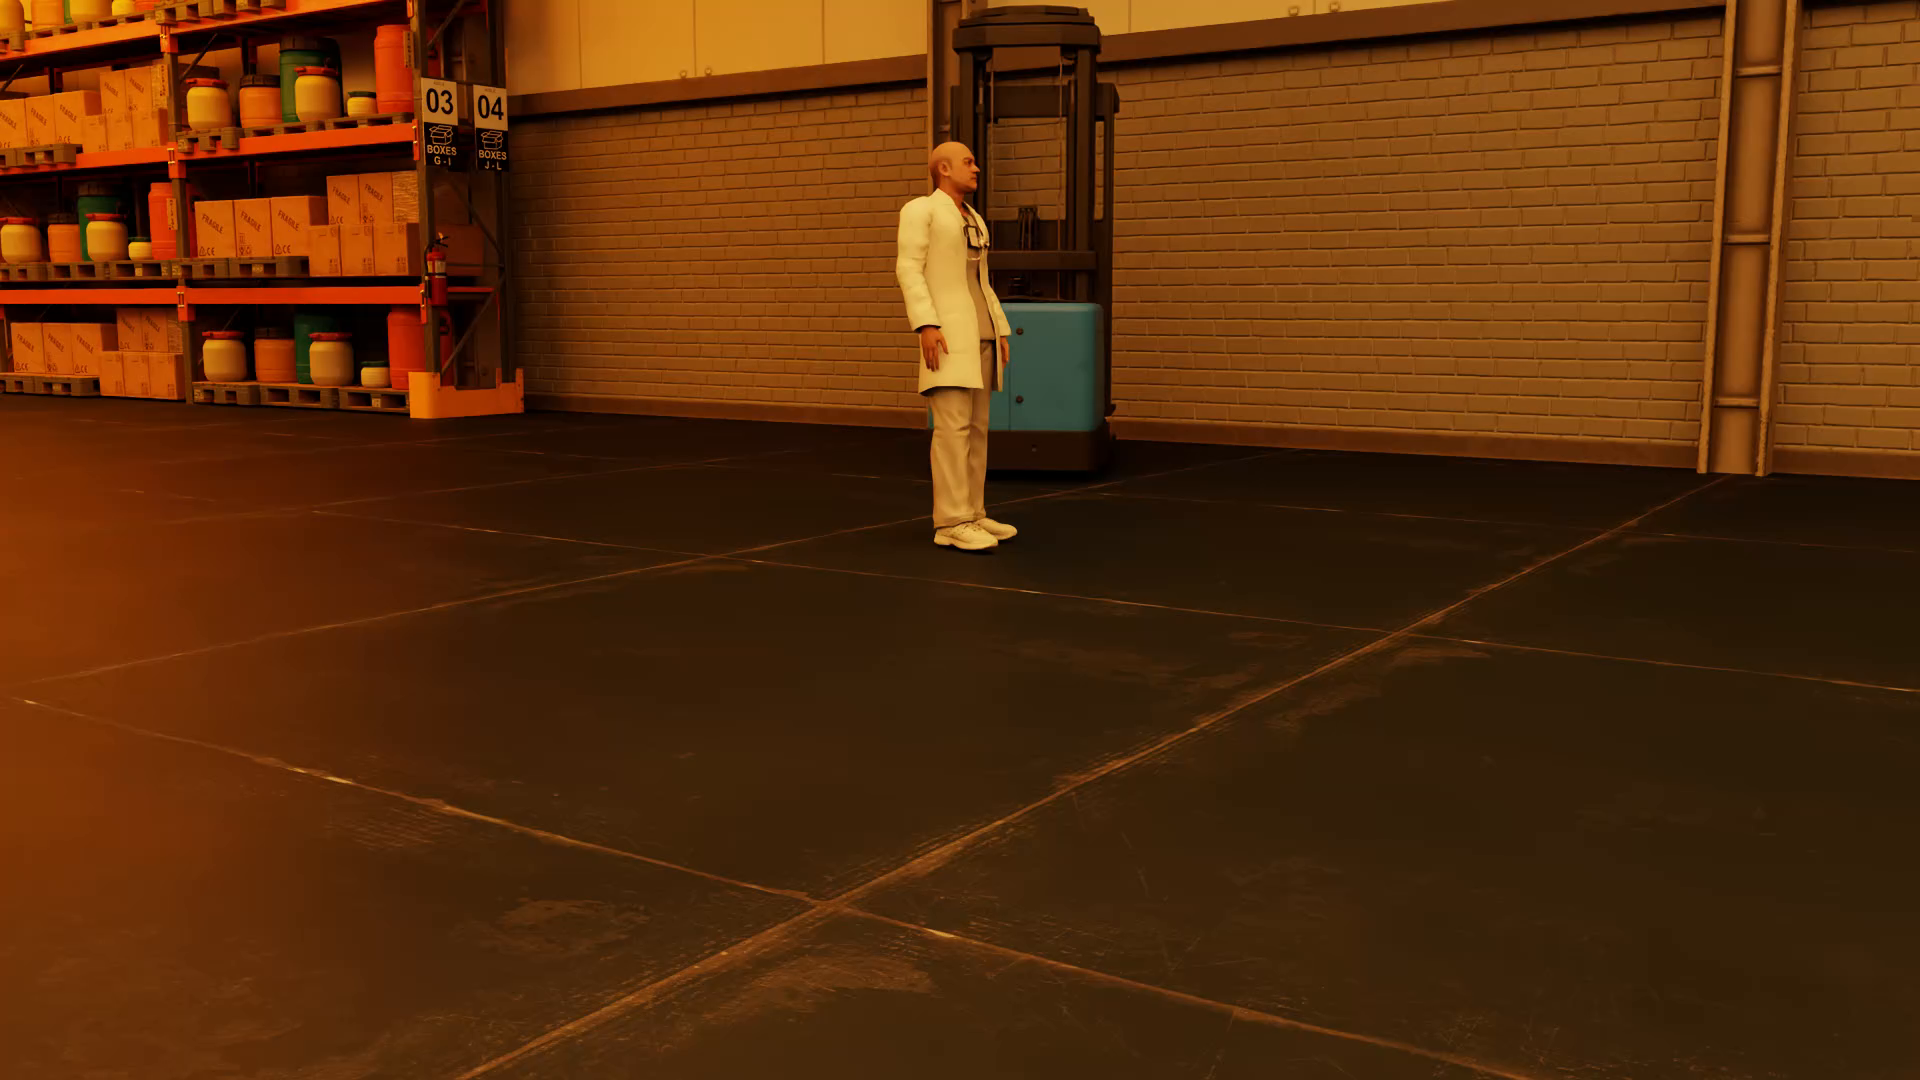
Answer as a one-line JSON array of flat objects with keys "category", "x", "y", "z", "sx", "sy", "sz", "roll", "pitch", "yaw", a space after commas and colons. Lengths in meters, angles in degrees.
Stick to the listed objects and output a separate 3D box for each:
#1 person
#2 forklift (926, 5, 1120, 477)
[{"category": "person", "x": 0.074, "y": -0.879, "z": 7.424, "sx": 0.578, "sy": 1.778, "sz": 0.696, "roll": 5, "pitch": 10, "yaw": 34}, {"category": "forklift", "x": 0.509, "y": -2.012, "z": 11.343, "sx": 1.130, "sy": 2.935, "sz": 3.031, "roll": 1, "pitch": 8, "yaw": 8}]
